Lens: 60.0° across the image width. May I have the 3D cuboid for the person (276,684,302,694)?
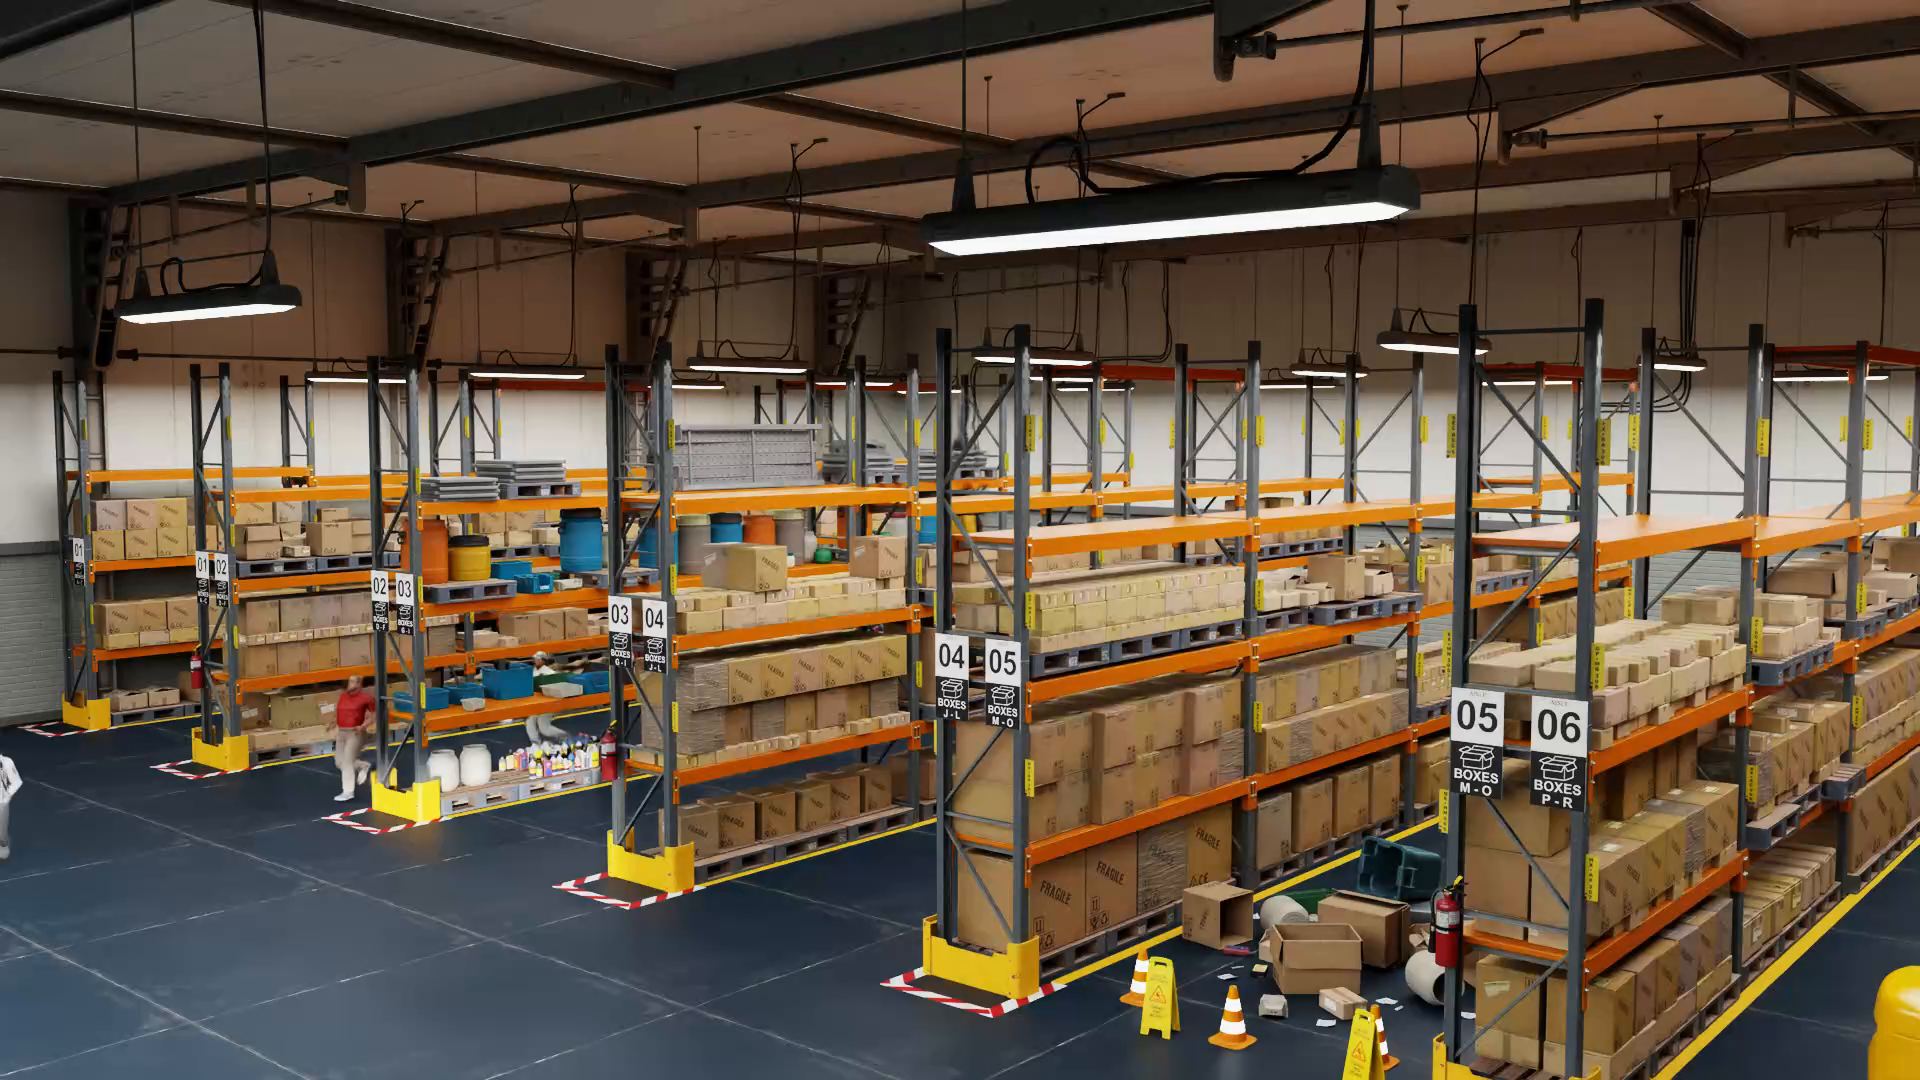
[{"bbox_3d":[-11.035,2.299,27.516,0.675,1.759,0.688,2,4,21],"label":"person"}]

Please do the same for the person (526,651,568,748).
[{"bbox_3d":[-6.382,2.509,25.498,0.609,1.630,0.711,3,5,34],"label":"person"}]

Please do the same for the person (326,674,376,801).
[{"bbox_3d":[-8.303,2.678,22.768,0.661,1.676,0.778,2,4,22],"label":"person"}]

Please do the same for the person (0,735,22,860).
[{"bbox_3d":[-10.919,2.994,18.747,0.618,1.682,0.780,-2,4,-23],"label":"person"}]
